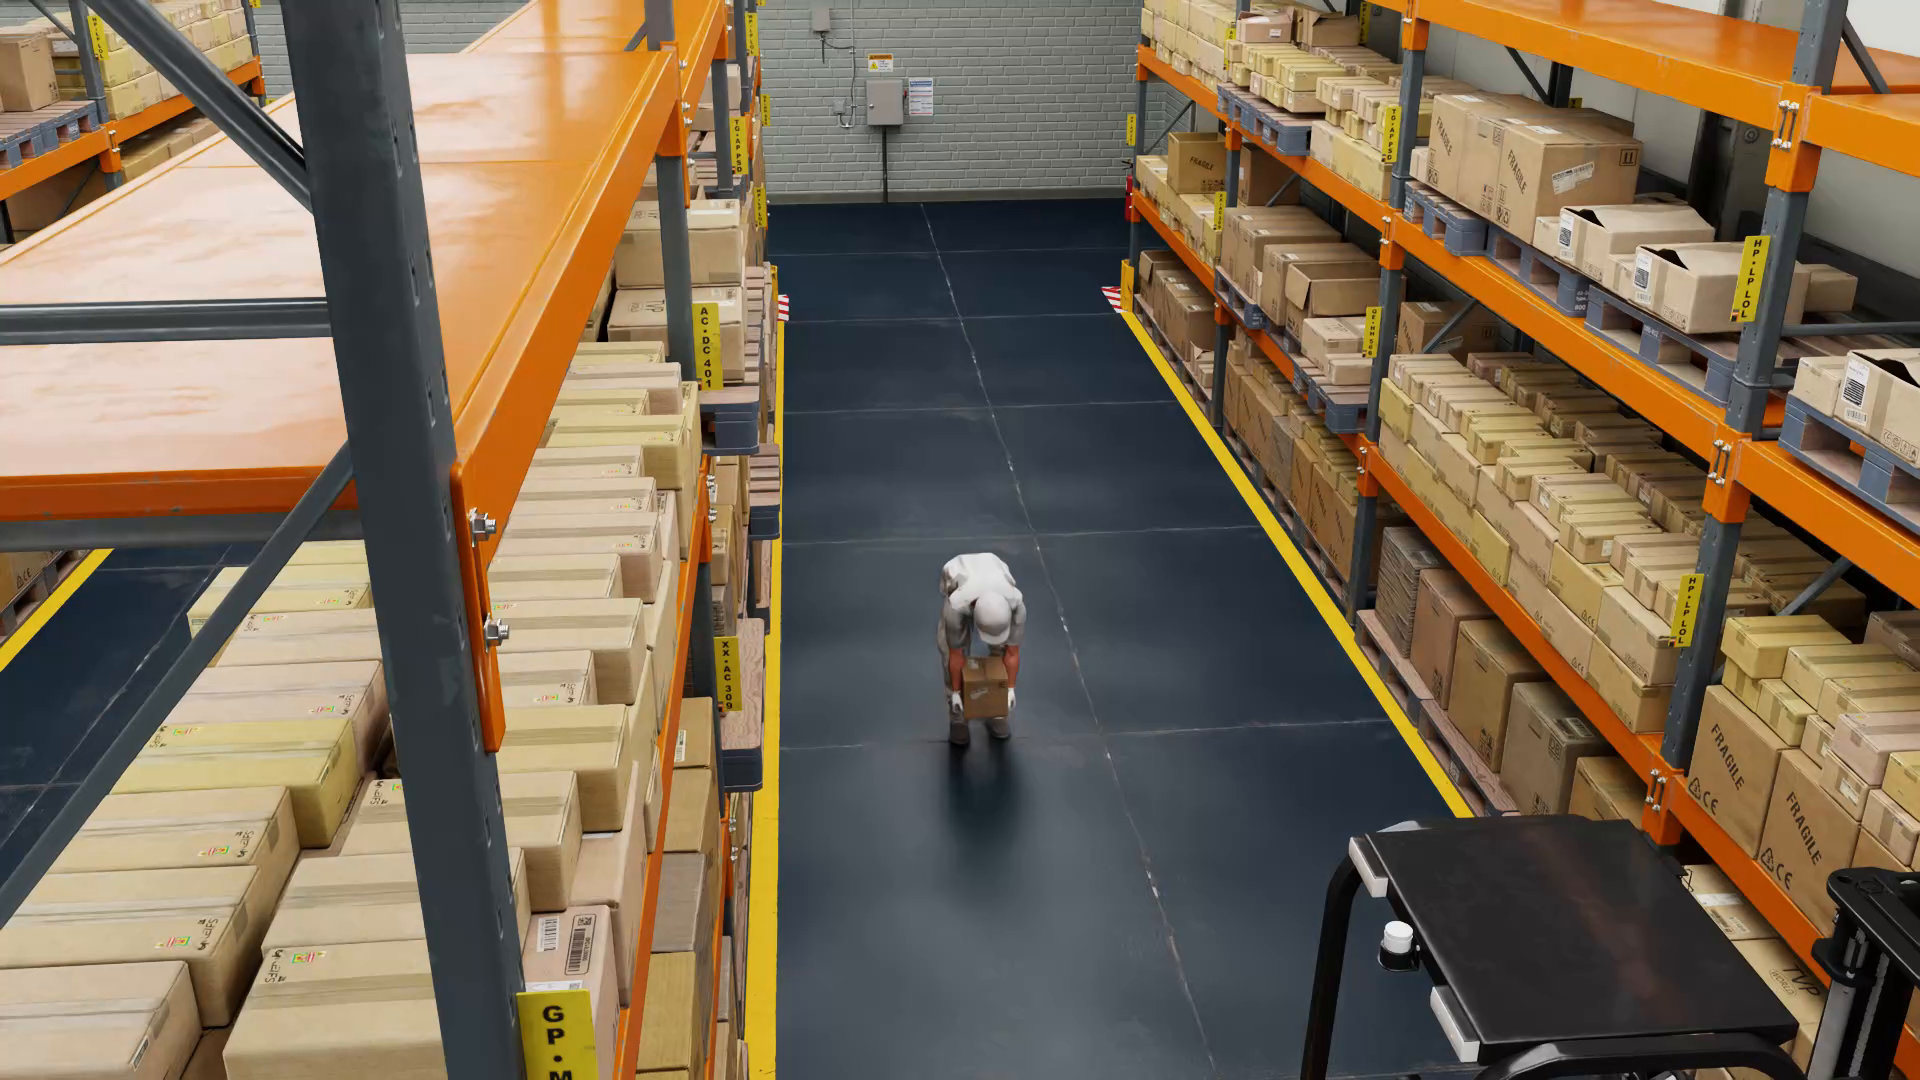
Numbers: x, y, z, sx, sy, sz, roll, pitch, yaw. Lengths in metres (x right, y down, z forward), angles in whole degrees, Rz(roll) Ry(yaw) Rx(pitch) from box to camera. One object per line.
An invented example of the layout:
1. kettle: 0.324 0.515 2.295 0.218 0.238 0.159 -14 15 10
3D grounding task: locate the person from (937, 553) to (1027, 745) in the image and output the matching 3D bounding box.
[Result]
1. person: 0.133 0.685 9.501 0.492 1.166 0.958 -3 24 -7
